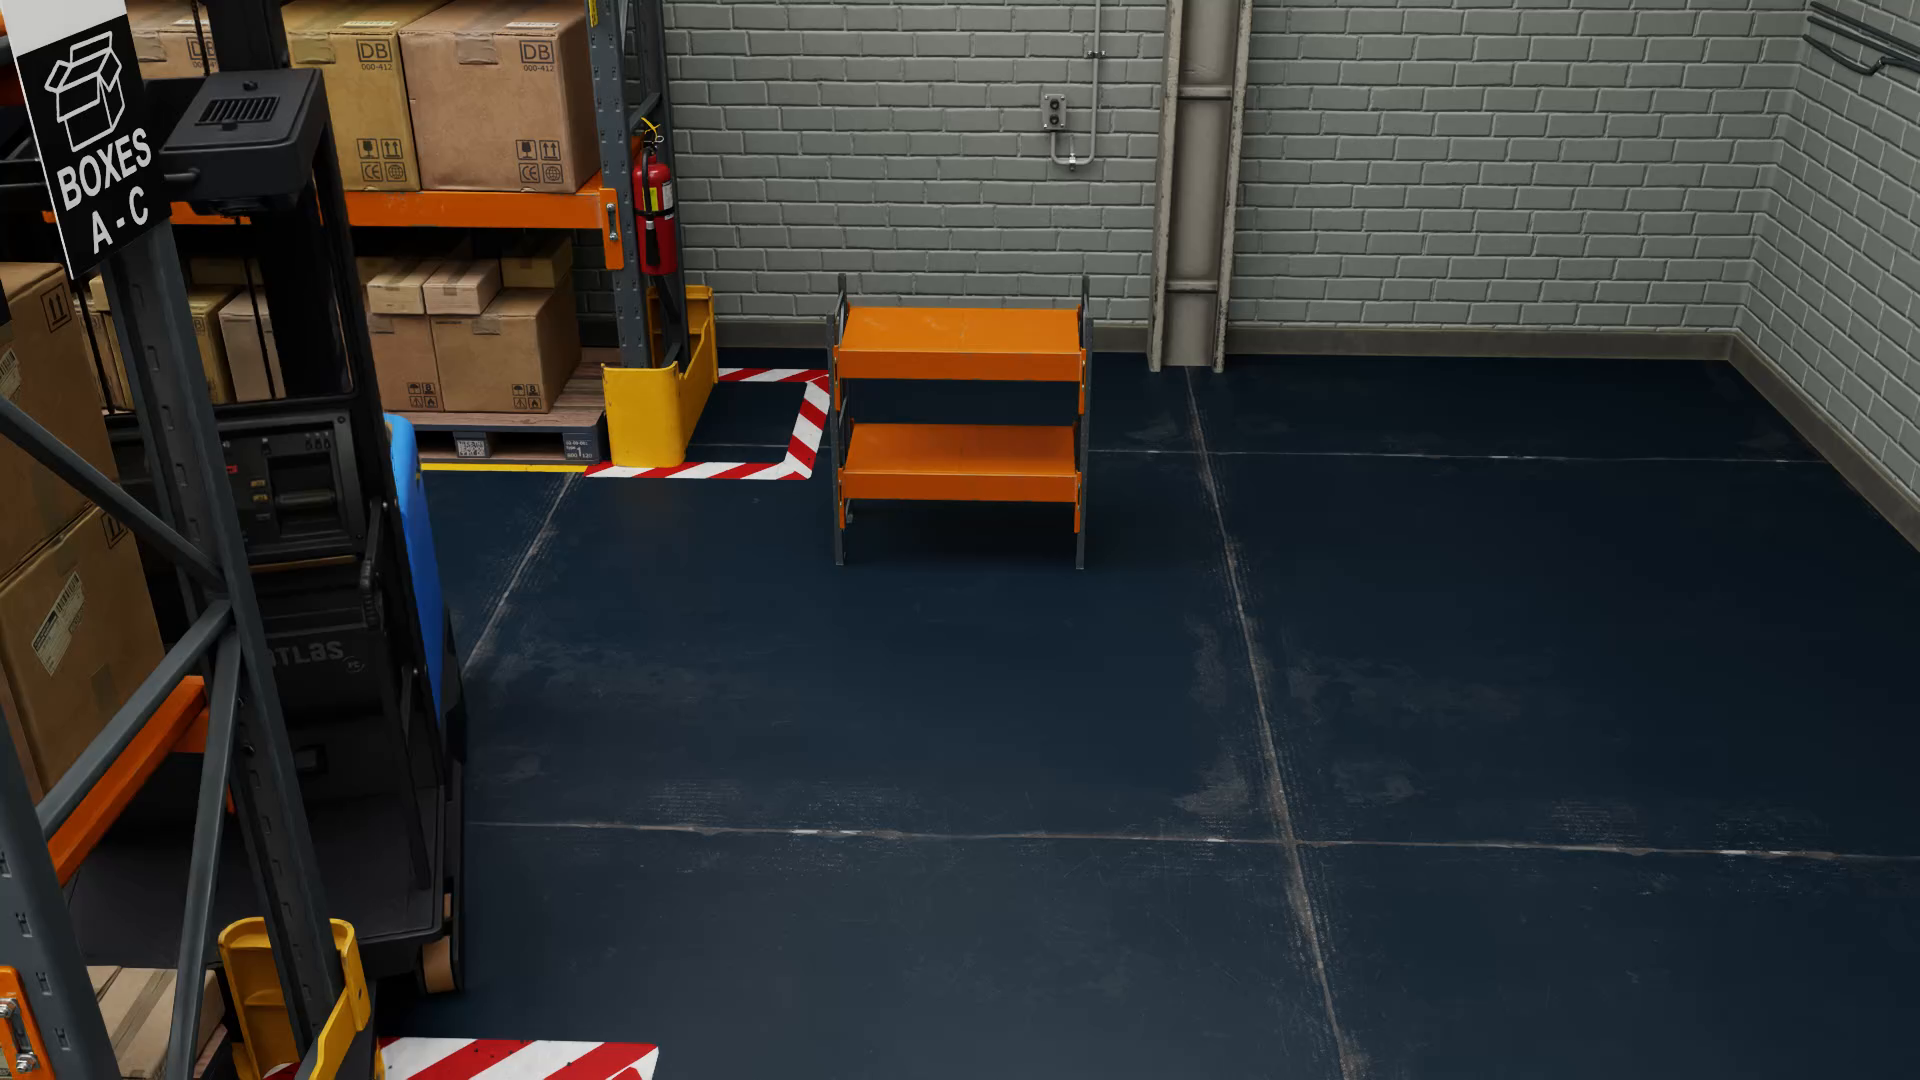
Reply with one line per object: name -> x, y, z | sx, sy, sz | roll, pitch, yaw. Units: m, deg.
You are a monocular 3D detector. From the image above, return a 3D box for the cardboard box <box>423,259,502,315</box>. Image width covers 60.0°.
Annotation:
cardboard box -> -2.338, -1.193, 7.825 | 0.250, 0.149, 0.380 | 1, 28, 1

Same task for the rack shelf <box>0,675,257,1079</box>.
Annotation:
rack shelf -> -3.670, 0.660, 3.570 | 4.000, 0.370, 1.077 | 1, 28, 2

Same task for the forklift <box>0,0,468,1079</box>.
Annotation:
forklift -> -2.045, -0.075, 4.263 | 1.130, 2.935, 3.031 | -7, 29, -13

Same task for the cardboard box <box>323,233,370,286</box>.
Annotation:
cardboard box -> -3.082, -1.384, 8.185 | 0.250, 0.149, 0.380 | 1, 28, 3

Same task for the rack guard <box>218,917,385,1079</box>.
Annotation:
rack guard -> -1.747, 1.479, 3.927 | 0.348, 0.500, 1.175 | 1, 28, 2

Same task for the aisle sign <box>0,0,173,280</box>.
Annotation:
aisle sign -> -1.593, -0.909, 2.987 | 0.004, 0.787, 0.394 | 1, 28, 2

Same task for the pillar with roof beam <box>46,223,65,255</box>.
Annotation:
pillar with roof beam -> -4.920, -3.038, 3.374 | 0.400, 9.000, 9.100 | 1, 28, 2

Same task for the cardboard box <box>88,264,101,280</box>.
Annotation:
cardboard box -> -4.102, -1.400, 8.217 | 0.250, 0.149, 0.380 | 0, 28, 0

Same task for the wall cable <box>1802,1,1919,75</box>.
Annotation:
wall cable -> 4.140, -2.961, 6.544 | 0.112, 2.526, 3.097 | 1, 28, 2

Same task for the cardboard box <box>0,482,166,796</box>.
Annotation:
cardboard box -> -2.105, 0.201, 3.562 | 0.500, 0.500, 0.500 | 2, 28, 3

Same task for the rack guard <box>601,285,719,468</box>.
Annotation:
rack guard -> -1.476, -0.838, 8.298 | 0.348, 0.500, 1.175 | 1, 28, 2

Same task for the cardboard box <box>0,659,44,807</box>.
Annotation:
cardboard box -> -2.129, 0.451, 3.089 | 0.500, 0.500, 0.500 | 2, 28, 3

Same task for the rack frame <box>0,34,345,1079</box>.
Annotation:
rack frame -> -1.671, 0.374, 3.342 | 0.053, 2.616, 0.949 | 1, 28, 2

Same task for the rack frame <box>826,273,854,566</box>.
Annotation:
rack frame -> -0.501, -0.505, 7.002 | 0.032, 1.125, 0.500 | 1, 28, 2

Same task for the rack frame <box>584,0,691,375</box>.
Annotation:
rack frame -> -1.500, -1.943, 7.713 | 0.127, 3.000, 1.000 | 1, 28, 2

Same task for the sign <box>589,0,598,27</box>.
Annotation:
sign -> -1.533, -2.306, 6.908 | 0.005, 0.325, 0.100 | 1, 28, 2

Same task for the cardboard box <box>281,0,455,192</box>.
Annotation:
cardboard box -> -2.738, -2.086, 7.663 | 0.700, 0.700, 0.980 | 1, 28, 1

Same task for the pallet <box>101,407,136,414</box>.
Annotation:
pallet -> -3.518, -0.709, 8.363 | 1.213, 0.211, 1.003 | 1, 28, 2

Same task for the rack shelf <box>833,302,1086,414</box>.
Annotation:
rack shelf -> 0.007, -0.755, 6.849 | 1.000, 0.278, 0.538 | 1, 28, 2

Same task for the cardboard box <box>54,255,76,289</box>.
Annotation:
cardboard box -> -4.418, -1.226, 7.888 | 0.250, 0.149, 0.380 | 2, 28, 4

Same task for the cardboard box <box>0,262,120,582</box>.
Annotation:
cardboard box -> -2.105, -0.241, 3.328 | 0.500, 0.500, 0.500 | 2, 28, 3

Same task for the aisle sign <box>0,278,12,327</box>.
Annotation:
aisle sign -> -1.614, -0.629, 2.458 | 0.004, 0.787, 0.394 | 1, 28, 2

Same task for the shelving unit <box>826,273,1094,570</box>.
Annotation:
shelving unit -> 0.007, -0.497, 6.986 | 1.048, 1.125, 0.538 | 1, 28, 2

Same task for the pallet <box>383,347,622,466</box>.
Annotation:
pallet -> -2.302, -0.688, 8.322 | 1.213, 0.211, 1.003 | 1, 28, 2

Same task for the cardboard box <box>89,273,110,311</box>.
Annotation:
cardboard box -> -3.897, -1.217, 7.871 | 0.250, 0.149, 0.380 | 0, 28, 0

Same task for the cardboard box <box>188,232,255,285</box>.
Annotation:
cardboard box -> -3.591, -1.392, 8.201 | 0.250, 0.149, 0.380 | 0, 28, 1

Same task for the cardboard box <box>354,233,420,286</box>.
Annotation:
cardboard box -> -2.828, -1.380, 8.178 | 0.250, 0.149, 0.380 | 1, 28, 2

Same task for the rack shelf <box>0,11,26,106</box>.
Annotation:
rack shelf -> -3.670, -0.665, 2.867 | 4.000, 0.370, 1.077 | 1, 28, 2

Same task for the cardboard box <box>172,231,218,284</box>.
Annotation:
cardboard box -> -3.849, -1.396, 8.208 | 0.250, 0.149, 0.380 | 1, 28, 2

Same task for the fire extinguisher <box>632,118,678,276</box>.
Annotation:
fire extinguisher -> -1.366, -1.526, 7.407 | 0.183, 0.674, 0.296 | 1, 28, 2

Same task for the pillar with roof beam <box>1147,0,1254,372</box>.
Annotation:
pillar with roof beam -> 1.077, -2.939, 3.187 | 0.400, 9.000, 9.100 | 1, 28, 2

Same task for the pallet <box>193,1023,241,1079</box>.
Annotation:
pallet -> -2.544, 1.594, 4.019 | 1.213, 0.211, 1.003 | 1, 28, 2

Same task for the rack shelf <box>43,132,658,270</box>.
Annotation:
rack shelf -> -3.499, -1.659, 7.944 | 4.000, 0.370, 1.077 | 1, 28, 2

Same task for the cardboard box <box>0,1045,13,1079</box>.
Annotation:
cardboard box -> -2.223, 1.392, 3.621 | 0.500, 0.500, 0.500 | 1, 28, 2

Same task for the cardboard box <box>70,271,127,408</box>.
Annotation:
cardboard box -> -4.252, -1.020, 8.193 | 0.500, 0.500, 0.700 | 1, 28, 1

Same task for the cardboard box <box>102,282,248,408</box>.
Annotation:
cardboard box -> -3.739, -1.011, 8.175 | 0.500, 0.500, 0.700 | 2, 28, 3

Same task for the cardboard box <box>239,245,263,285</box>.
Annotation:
cardboard box -> -3.338, -1.387, 8.193 | 0.250, 0.149, 0.380 | 1, 28, 2

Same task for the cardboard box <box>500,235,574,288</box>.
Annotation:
cardboard box -> -2.071, -1.367, 8.155 | 0.250, 0.149, 0.380 | 1, 28, 2

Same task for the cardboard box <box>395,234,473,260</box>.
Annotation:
cardboard box -> -2.578, -1.375, 8.170 | 0.250, 0.149, 0.380 | 1, 28, 2

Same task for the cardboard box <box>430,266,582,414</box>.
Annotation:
cardboard box -> -2.203, -0.989, 8.134 | 0.500, 0.500, 0.700 | 1, 28, 2

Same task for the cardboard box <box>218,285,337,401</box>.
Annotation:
cardboard box -> -3.206, -1.005, 8.165 | 0.500, 0.500, 0.700 | 0, 28, 0

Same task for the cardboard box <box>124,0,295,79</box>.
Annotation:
cardboard box -> -3.499, -2.103, 7.695 | 0.700, 0.700, 0.980 | 0, 28, -1

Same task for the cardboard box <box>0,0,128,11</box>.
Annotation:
cardboard box -> -4.227, -2.111, 7.709 | 0.700, 0.700, 0.980 | 0, 28, 0

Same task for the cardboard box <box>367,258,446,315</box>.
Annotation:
cardboard box -> -2.594, -1.197, 7.832 | 0.250, 0.149, 0.380 | 2, 28, 3

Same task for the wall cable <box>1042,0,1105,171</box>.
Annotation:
wall cable -> -0.187, -2.814, 8.271 | 1.851, 1.984, 0.084 | 1, 28, 2

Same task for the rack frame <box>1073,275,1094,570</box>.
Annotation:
rack frame -> 0.515, -0.488, 6.970 | 0.032, 1.125, 0.500 | 1, 28, 2

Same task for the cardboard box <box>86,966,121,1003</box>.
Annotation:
cardboard box -> -2.328, 1.261, 4.224 | 0.250, 0.166, 0.380 | 1, 28, 2

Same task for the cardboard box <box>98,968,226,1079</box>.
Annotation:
cardboard box -> -2.078, 1.273, 4.220 | 0.250, 0.149, 0.380 | 1, 28, 2

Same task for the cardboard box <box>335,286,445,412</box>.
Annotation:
cardboard box -> -2.703, -0.997, 8.149 | 0.500, 0.500, 0.700 | 1, 28, 2

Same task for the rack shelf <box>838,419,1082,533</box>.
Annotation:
rack shelf -> 0.007, -0.281, 7.101 | 1.000, 0.278, 0.538 | 1, 28, 2

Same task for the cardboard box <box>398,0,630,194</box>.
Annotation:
cardboard box -> -2.010, -2.080, 7.650 | 0.700, 0.700, 0.980 | 2, 28, 4
